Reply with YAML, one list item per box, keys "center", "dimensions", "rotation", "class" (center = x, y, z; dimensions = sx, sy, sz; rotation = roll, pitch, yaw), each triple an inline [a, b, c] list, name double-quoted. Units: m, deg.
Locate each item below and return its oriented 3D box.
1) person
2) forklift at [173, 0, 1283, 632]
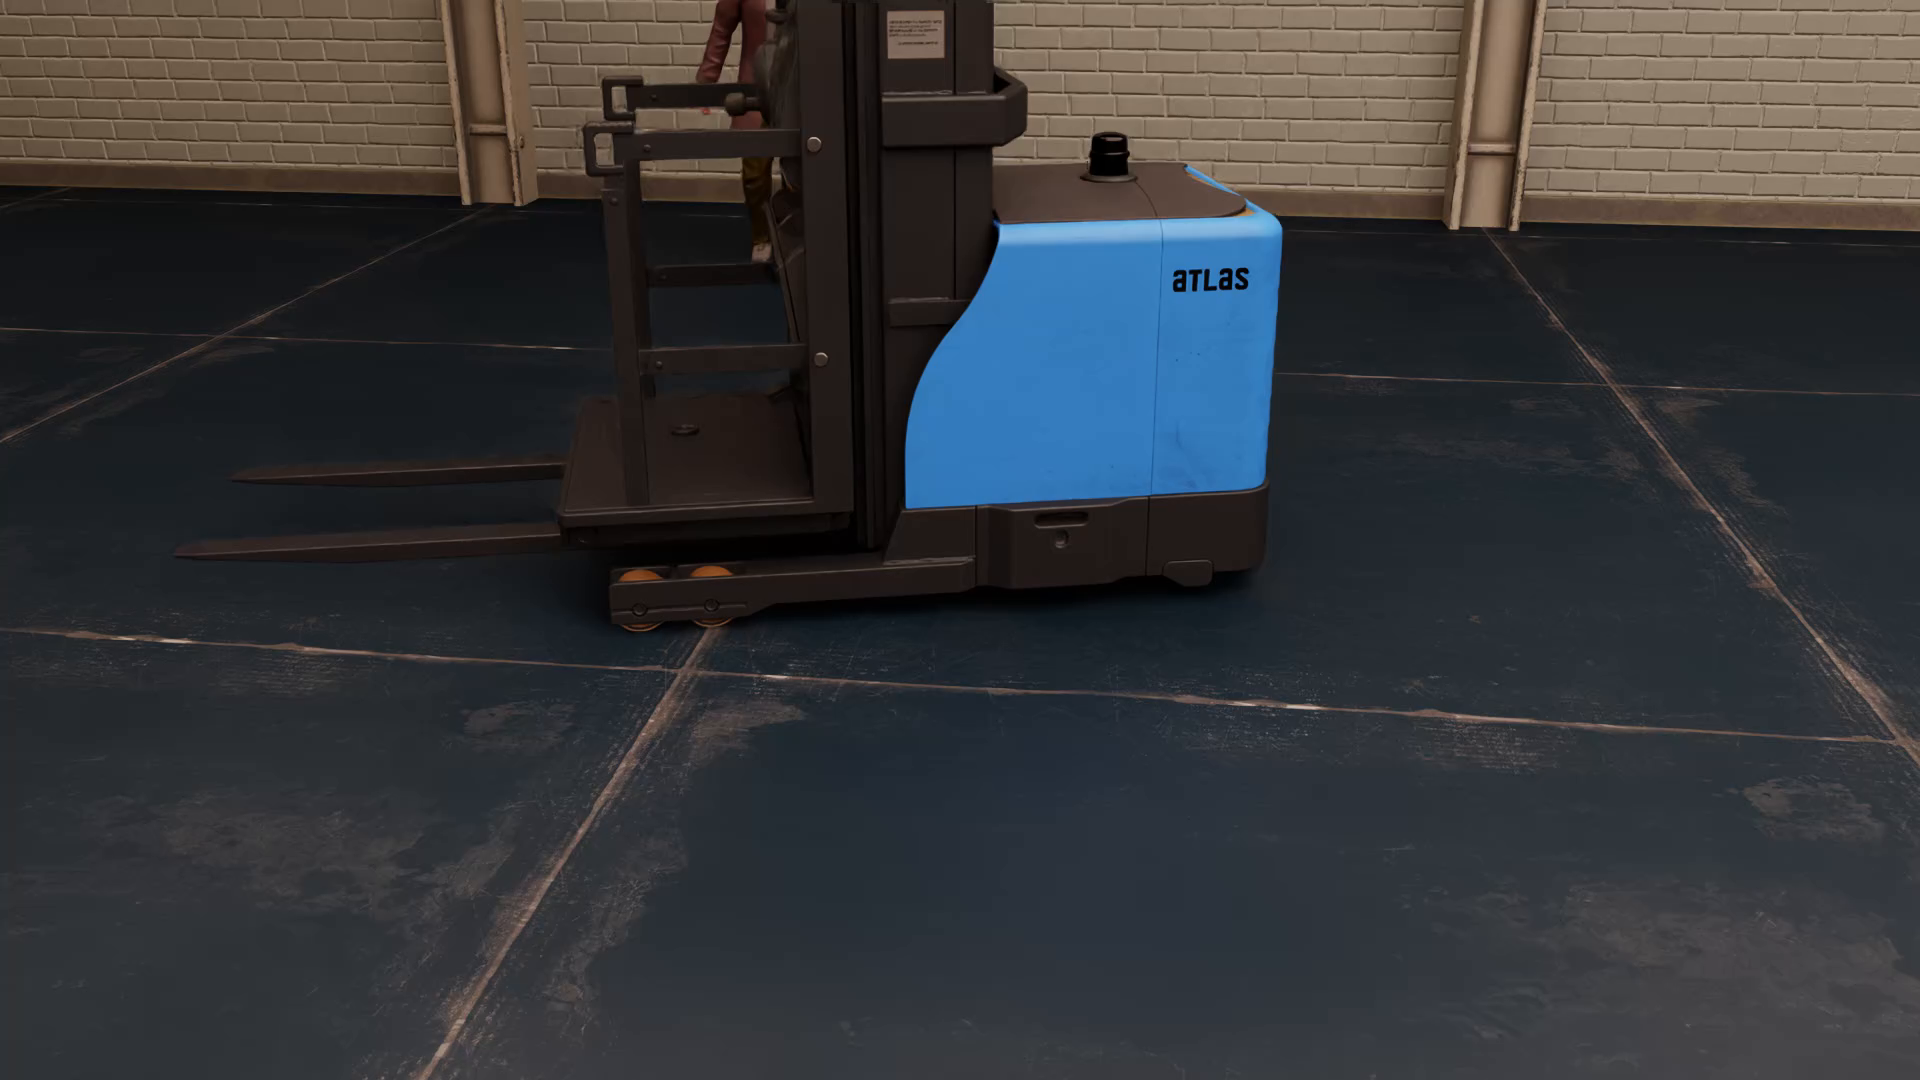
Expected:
- center: [-0.905, -2.282, 8.574]
  dimensions: [0.927, 1.748, 0.496]
  rotation: [0, 22, 1]
  class: "person"
- center: [-0.675, -1.319, 4.529]
  dimensions: [3.031, 2.935, 1.130]
  rotation: [-3, 22, -8]
  class: "forklift"
